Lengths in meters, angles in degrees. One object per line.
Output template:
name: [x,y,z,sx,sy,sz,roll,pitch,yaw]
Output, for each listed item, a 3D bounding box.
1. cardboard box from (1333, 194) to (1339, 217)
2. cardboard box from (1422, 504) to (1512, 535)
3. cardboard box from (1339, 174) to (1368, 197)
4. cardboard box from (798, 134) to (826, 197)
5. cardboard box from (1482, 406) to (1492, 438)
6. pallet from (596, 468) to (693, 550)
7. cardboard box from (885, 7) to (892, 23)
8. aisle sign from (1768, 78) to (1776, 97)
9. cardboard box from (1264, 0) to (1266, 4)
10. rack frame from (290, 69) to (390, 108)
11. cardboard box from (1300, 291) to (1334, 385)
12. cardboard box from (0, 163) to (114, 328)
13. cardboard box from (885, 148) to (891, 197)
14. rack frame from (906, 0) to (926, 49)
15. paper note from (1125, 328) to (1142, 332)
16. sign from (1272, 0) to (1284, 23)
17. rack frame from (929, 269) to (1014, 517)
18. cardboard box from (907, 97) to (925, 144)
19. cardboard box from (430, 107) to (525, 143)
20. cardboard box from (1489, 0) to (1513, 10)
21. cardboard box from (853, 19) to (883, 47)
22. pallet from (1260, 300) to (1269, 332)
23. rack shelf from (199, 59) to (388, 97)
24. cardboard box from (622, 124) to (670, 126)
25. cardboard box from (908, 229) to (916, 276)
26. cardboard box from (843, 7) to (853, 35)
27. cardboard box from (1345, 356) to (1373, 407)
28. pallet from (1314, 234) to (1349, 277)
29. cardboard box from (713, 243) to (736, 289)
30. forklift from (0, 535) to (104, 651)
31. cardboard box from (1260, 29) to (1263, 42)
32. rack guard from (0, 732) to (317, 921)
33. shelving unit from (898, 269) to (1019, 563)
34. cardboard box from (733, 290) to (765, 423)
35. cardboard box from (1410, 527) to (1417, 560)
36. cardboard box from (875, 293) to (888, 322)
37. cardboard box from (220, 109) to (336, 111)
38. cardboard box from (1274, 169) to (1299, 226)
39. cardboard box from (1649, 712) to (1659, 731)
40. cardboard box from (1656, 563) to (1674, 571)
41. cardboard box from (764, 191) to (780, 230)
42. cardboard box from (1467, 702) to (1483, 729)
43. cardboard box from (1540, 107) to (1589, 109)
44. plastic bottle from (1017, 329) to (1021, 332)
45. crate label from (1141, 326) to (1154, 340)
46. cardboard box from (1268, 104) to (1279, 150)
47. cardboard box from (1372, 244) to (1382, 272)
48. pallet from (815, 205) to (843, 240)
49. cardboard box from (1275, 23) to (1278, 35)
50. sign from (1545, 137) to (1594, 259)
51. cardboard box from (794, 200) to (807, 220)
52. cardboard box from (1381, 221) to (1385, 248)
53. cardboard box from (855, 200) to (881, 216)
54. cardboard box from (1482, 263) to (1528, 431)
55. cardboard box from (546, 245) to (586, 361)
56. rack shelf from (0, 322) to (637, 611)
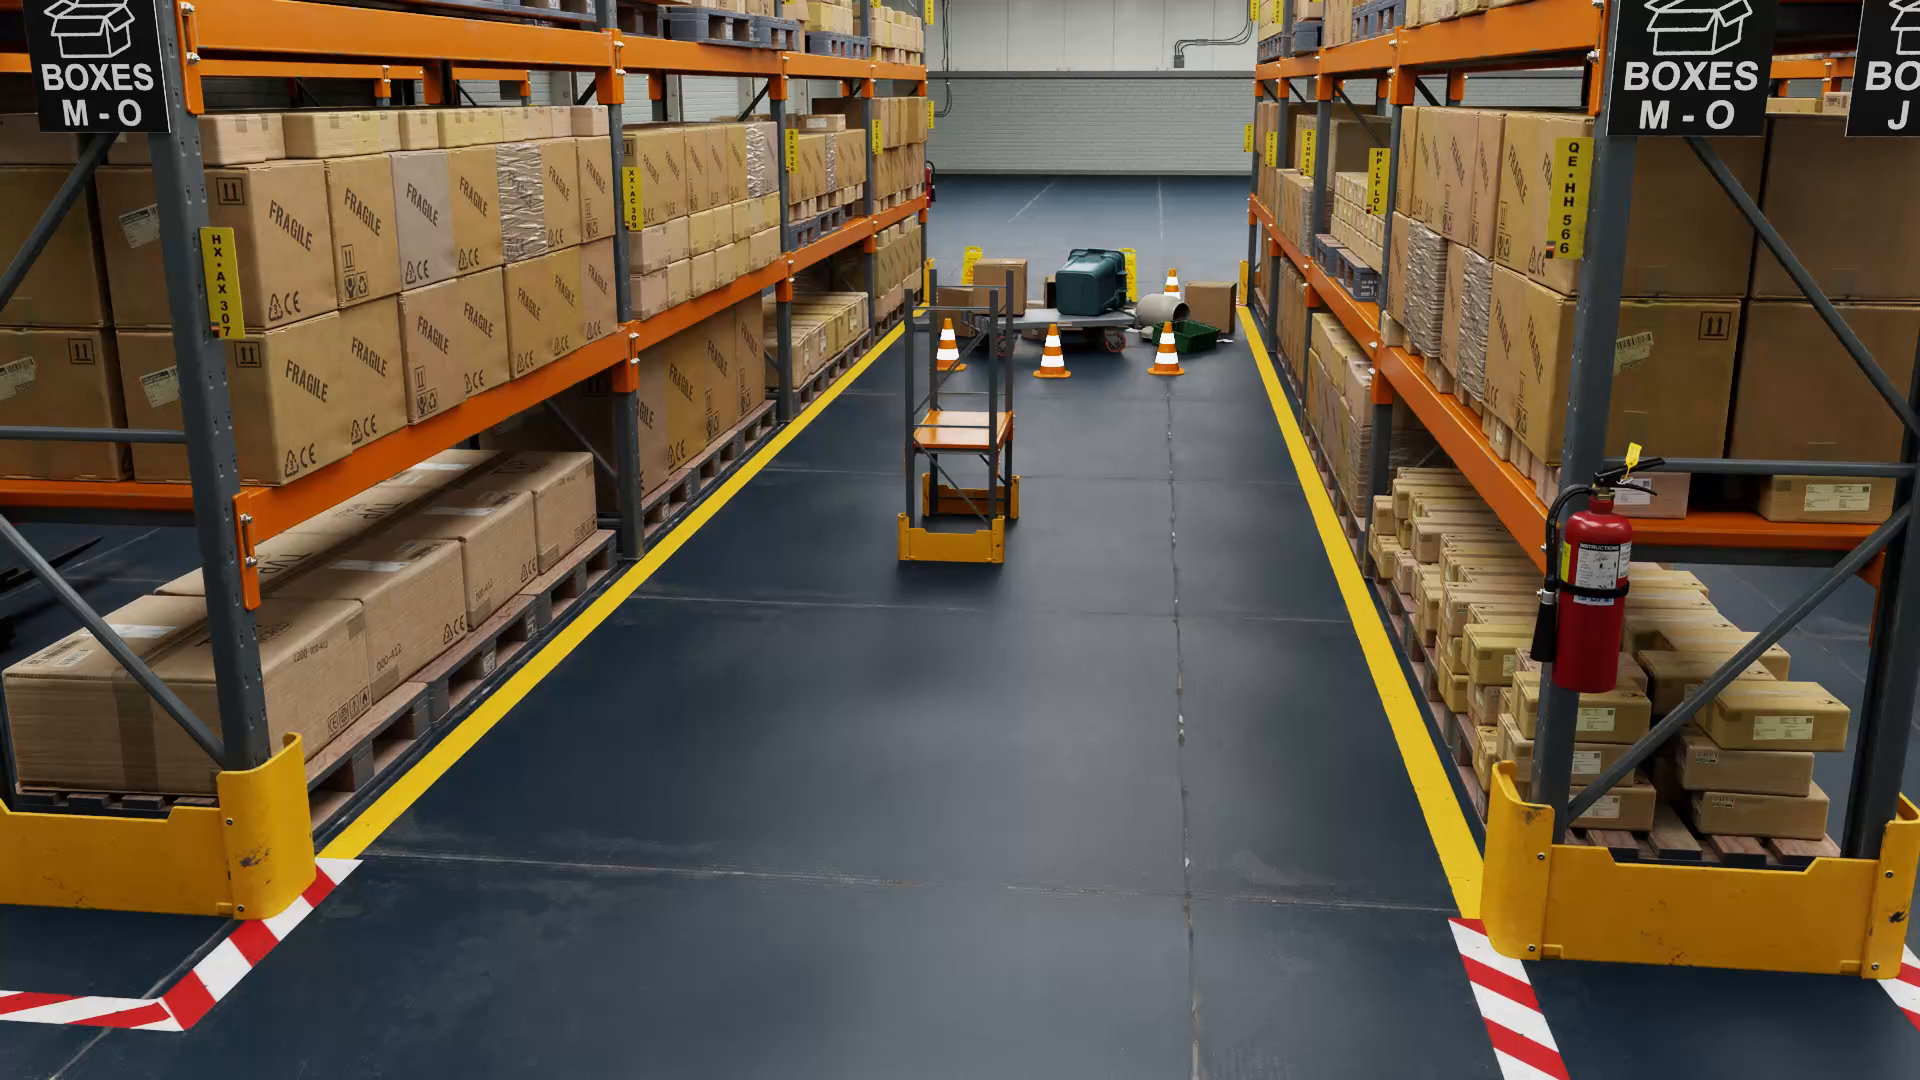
cardboard box: [2.857,-2.377,11.813,0.380,0.149,0.250,2,15,9]
cardboard box: [2.339,-0.059,7.652,0.380,0.149,0.250,1,15,5]
cardboard box: [2.839,-2.456,11.536,0.380,0.149,0.250,1,15,5]
cardboard box: [-1.433,-3.169,14.068,0.500,0.500,0.500,2,15,7]
cardboard box: [2.108,-0.431,5.992,0.380,0.149,0.250,1,15,4]
pallet: [-2.258,-0.210,10.033,1.003,0.211,1.213,2,15,6]
cardboard box: [-0.912,-5.416,17.152,0.380,0.149,0.250,2,15,6]
aisle sign: [9.236,-5.436,19.039,0.394,0.787,0.004,2,15,6]
cardboard box: [3.573,-6.035,18.445,0.380,0.149,0.250,2,15,7]
rack frame: [-6.300,-3.574,17.132,1.000,3.000,0.127,2,15,6]
cardboard box: [3.269,-1.543,13.129,1.050,0.750,0.750,1,15,5]
cardboard box: [-2.904,-0.979,5.429,0.500,0.500,0.500,2,15,8]
cardboard box: [-1.007,-3.857,17.418,0.500,0.500,0.500,2,15,6]
rack frame: [-0.916,-7.362,19.648,1.000,3.000,0.127,2,15,6]
paper note: [1.898,-2.278,18.043,0.172,0.023,0.155,7,17,25]
sign: [3.011,-5.061,15.742,0.100,0.325,0.005,2,15,6]
rack frame: [0.067,-0.878,10.036,0.500,1.500,0.032,2,15,6]
cardboard box: [-0.777,-4.735,18.750,0.700,0.500,0.500,2,15,6]
cardboard box: [-2.167,-1.847,7.395,0.380,0.149,0.250,2,15,6]
cardboard box: [2.116,-1.959,5.700,0.500,0.250,0.500,2,15,9]
cardboard box: [-1.046,-5.054,16.576,0.500,0.250,0.500,1,15,5]
pallet: [3.861,-2.475,18.411,1.003,0.211,1.213,2,15,6]
rack shelf: [-6.525,-4.156,14.916,1.077,0.370,4.000,2,15,6]
cardboard box: [-2.237,-2.539,11.196,0.500,0.500,0.500,2,15,8]
cardboard box: [-0.803,-3.352,19.340,0.500,0.500,0.500,2,15,8]
cardboard box: [-1.289,-4.851,15.592,0.500,0.250,0.500,1,15,5]
cardboard box: [2.564,-0.926,9.886,0.500,0.250,0.500,2,15,9]
pallet: [3.137,-1.991,11.645,1.213,0.211,1.003,2,15,6]
cardboard box: [-1.762,-1.784,10.799,0.500,0.250,0.500,1,15,5]
forklift: [-5.014,-0.836,7.138,1.130,2.935,3.031,1,15,4]
cardboard box: [3.629,-5.778,19.024,0.380,0.149,0.250,2,15,7]
rack guard: [-2.724,0.897,5.388,1.175,0.500,0.348,2,15,6]
shelving unit: [0.009,-0.744,9.539,0.587,1.500,1.083,2,15,6]
cardboard box: [-1.979,-1.391,12.327,0.875,0.875,0.875,2,15,6]
cardboard box: [2.370,0.013,7.954,0.380,0.149,0.250,2,15,6]
cardboard box: [-1.032,-2.449,17.435,0.500,0.250,0.500,1,15,4]
cardboard box: [-2.742,-1.659,6.702,0.380,0.149,0.250,2,15,8]
cardboard box: [3.236,-3.229,15.664,0.500,0.500,0.500,2,15,7]
cardboard box: [2.549,0.570,5.896,0.380,0.149,0.250,2,15,7]
cardboard box: [2.804,0.093,7.090,0.380,0.149,0.250,1,15,4]
cardboard box: [-1.621,-2.427,12.220,0.500,0.250,0.500,2,15,6]
cardboard box: [2.119,0.634,6.227,0.380,0.149,0.250,2,15,7]
cardboard box: [2.822,-1.644,7.320,0.500,0.500,0.500,1,15,4]
plastic bottle: [0.642,-2.289,18.012,0.133,0.061,0.283,4,16,16]
crate label: [2.046,-2.148,17.342,0.298,0.136,0.250,-10,18,-32]
cardboard box: [3.585,-4.143,16.882,0.875,0.550,0.550,2,15,6]
cardboard box: [2.595,-1.621,9.588,0.380,0.149,0.250,1,15,3]
pallet: [-1.636,-2.813,14.686,1.003,0.211,1.213,2,15,6]
cardboard box: [3.342,-5.123,16.600,0.380,0.149,0.250,2,15,7]
sign: [1.659,-0.930,4.530,0.100,0.325,0.005,2,15,6]
cardboard box: [-1.455,-2.693,13.552,0.380,0.149,0.250,1,15,3]
cardboard box: [2.568,-1.701,9.312,0.380,0.149,0.250,2,15,9]
cardboard box: [-1.013,-3.379,16.895,0.380,0.149,0.250,2,15,6]
cardboard box: [2.067,-0.646,5.543,0.500,0.500,0.500,1,15,5]
cardboard box: [-2.121,-1.140,7.941,0.500,0.500,0.500,1,15,5]
rack shelf: [-2.496,-0.488,7.097,1.077,0.370,4.000,2,15,6]
